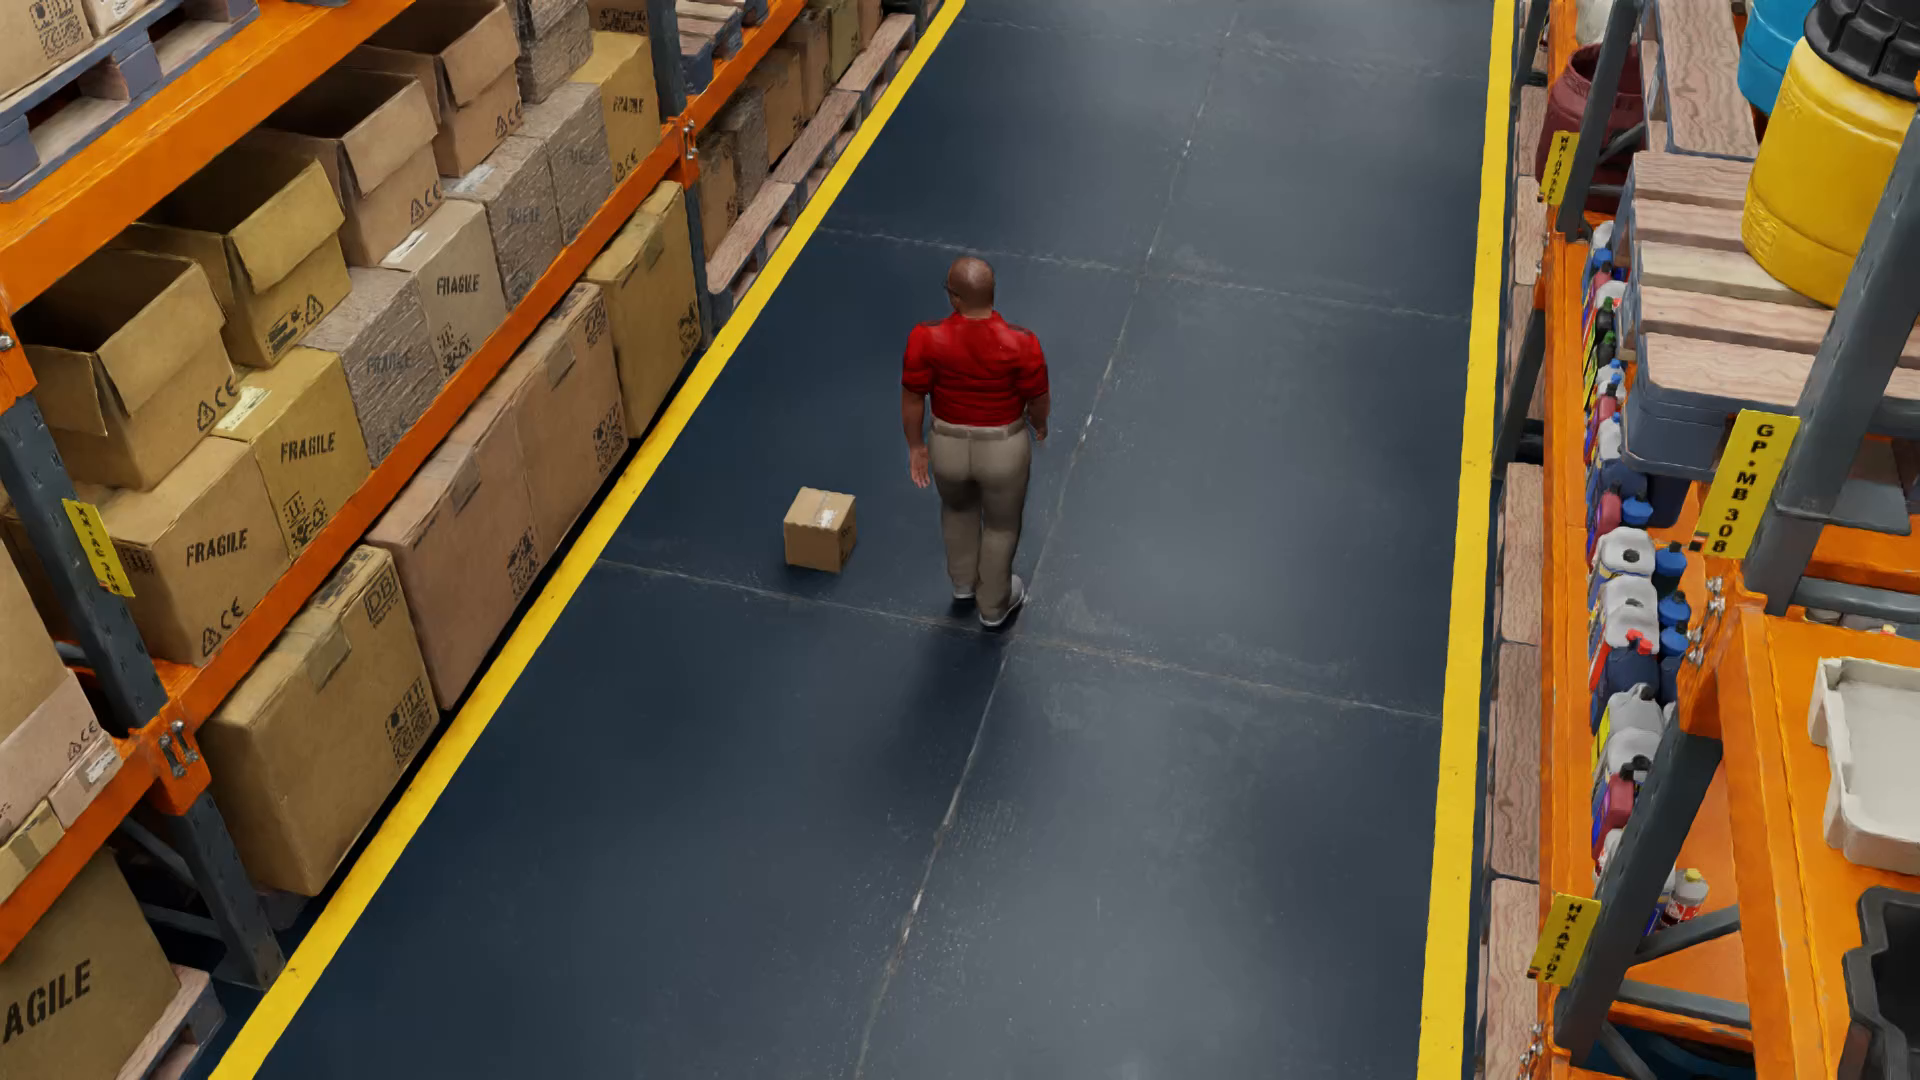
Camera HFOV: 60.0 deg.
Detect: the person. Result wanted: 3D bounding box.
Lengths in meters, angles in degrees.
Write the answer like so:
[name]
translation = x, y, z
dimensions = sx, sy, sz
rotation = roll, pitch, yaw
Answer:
[person]
translation = 0.079, -0.357, 6.630
dimensions = 0.559, 1.840, 0.455
rotation = 9, 42, 11
